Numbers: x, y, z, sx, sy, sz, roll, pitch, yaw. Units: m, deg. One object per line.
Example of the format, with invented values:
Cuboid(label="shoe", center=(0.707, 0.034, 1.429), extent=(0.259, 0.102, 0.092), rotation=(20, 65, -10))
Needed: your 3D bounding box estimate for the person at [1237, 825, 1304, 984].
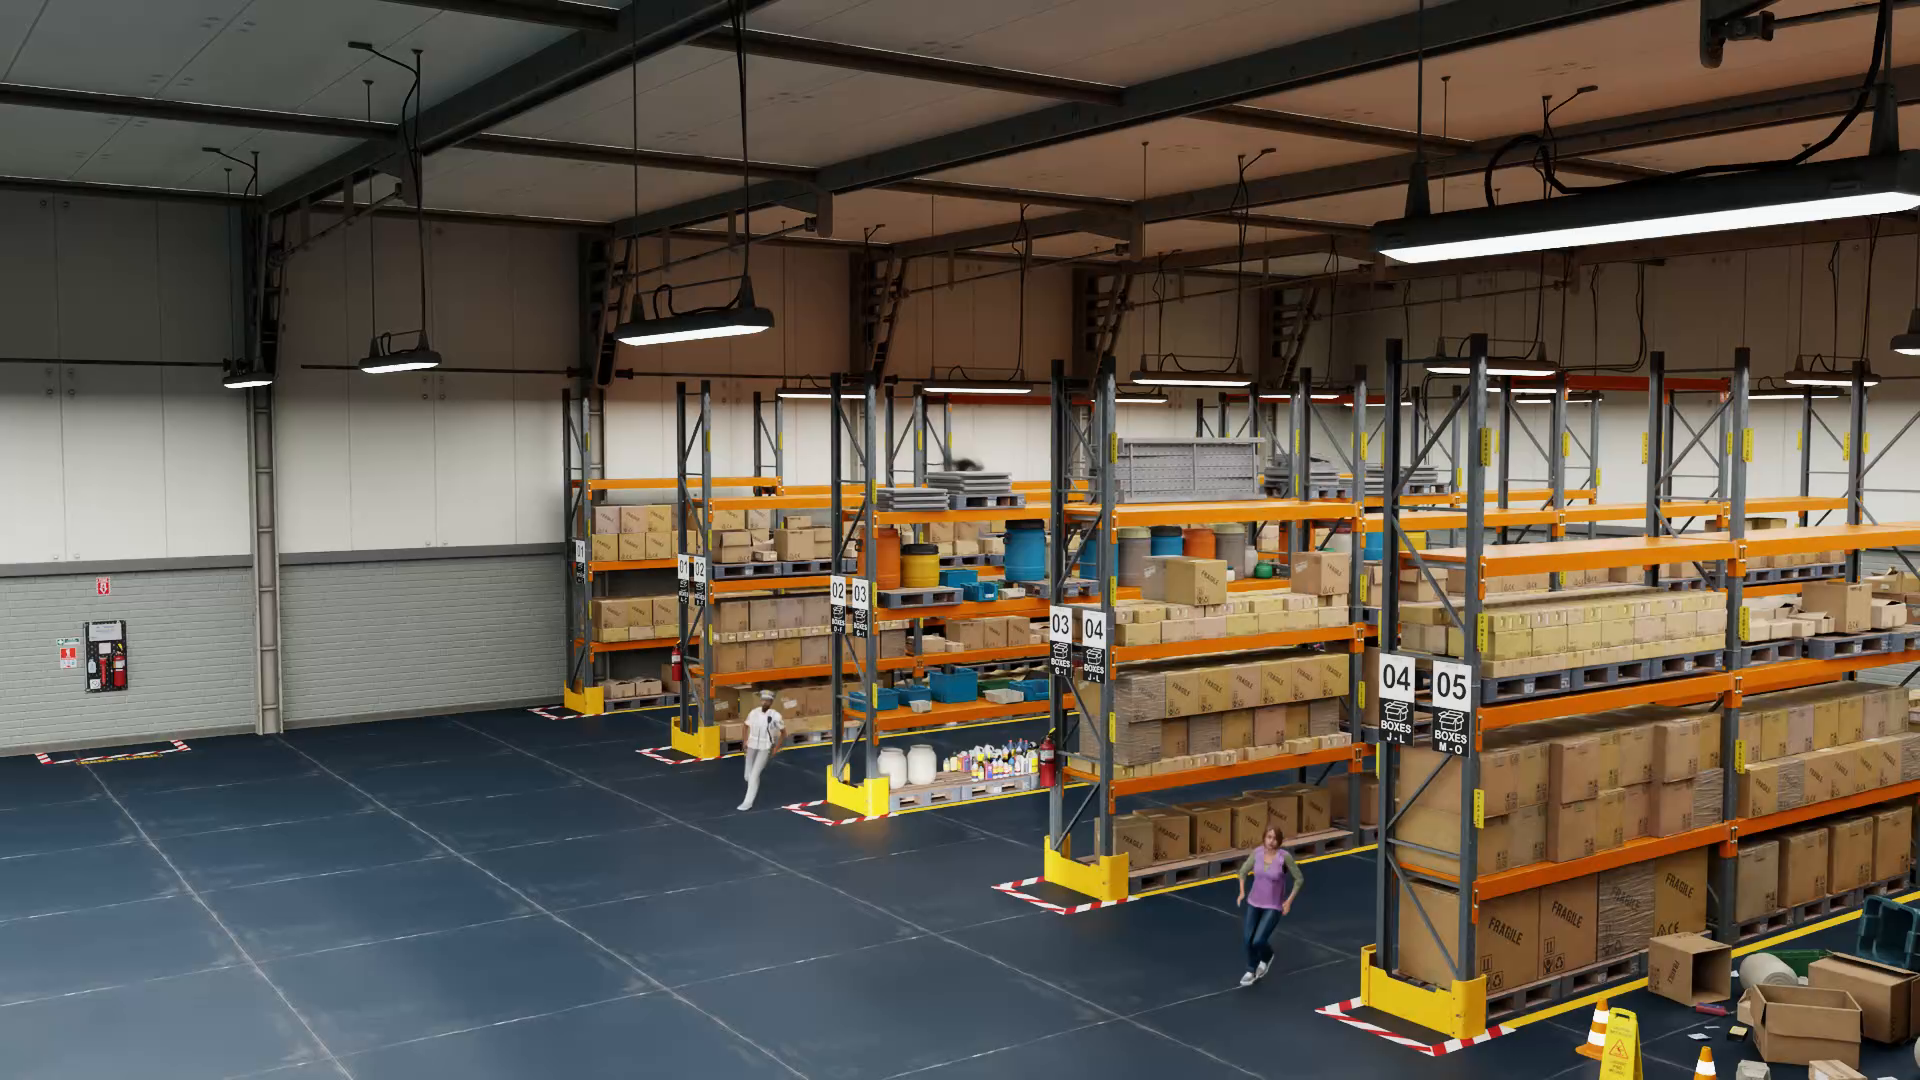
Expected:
Cuboid(label="person", center=(2.839, 3.412, 15.438), extent=(0.601, 1.545, 0.474), rotation=(3, 4, 34))

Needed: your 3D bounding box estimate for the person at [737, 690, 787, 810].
Cuboid(label="person", center=(-2.720, 2.874, 22.964), extent=(0.626, 1.631, 0.688), rotation=(1, 4, 12))
